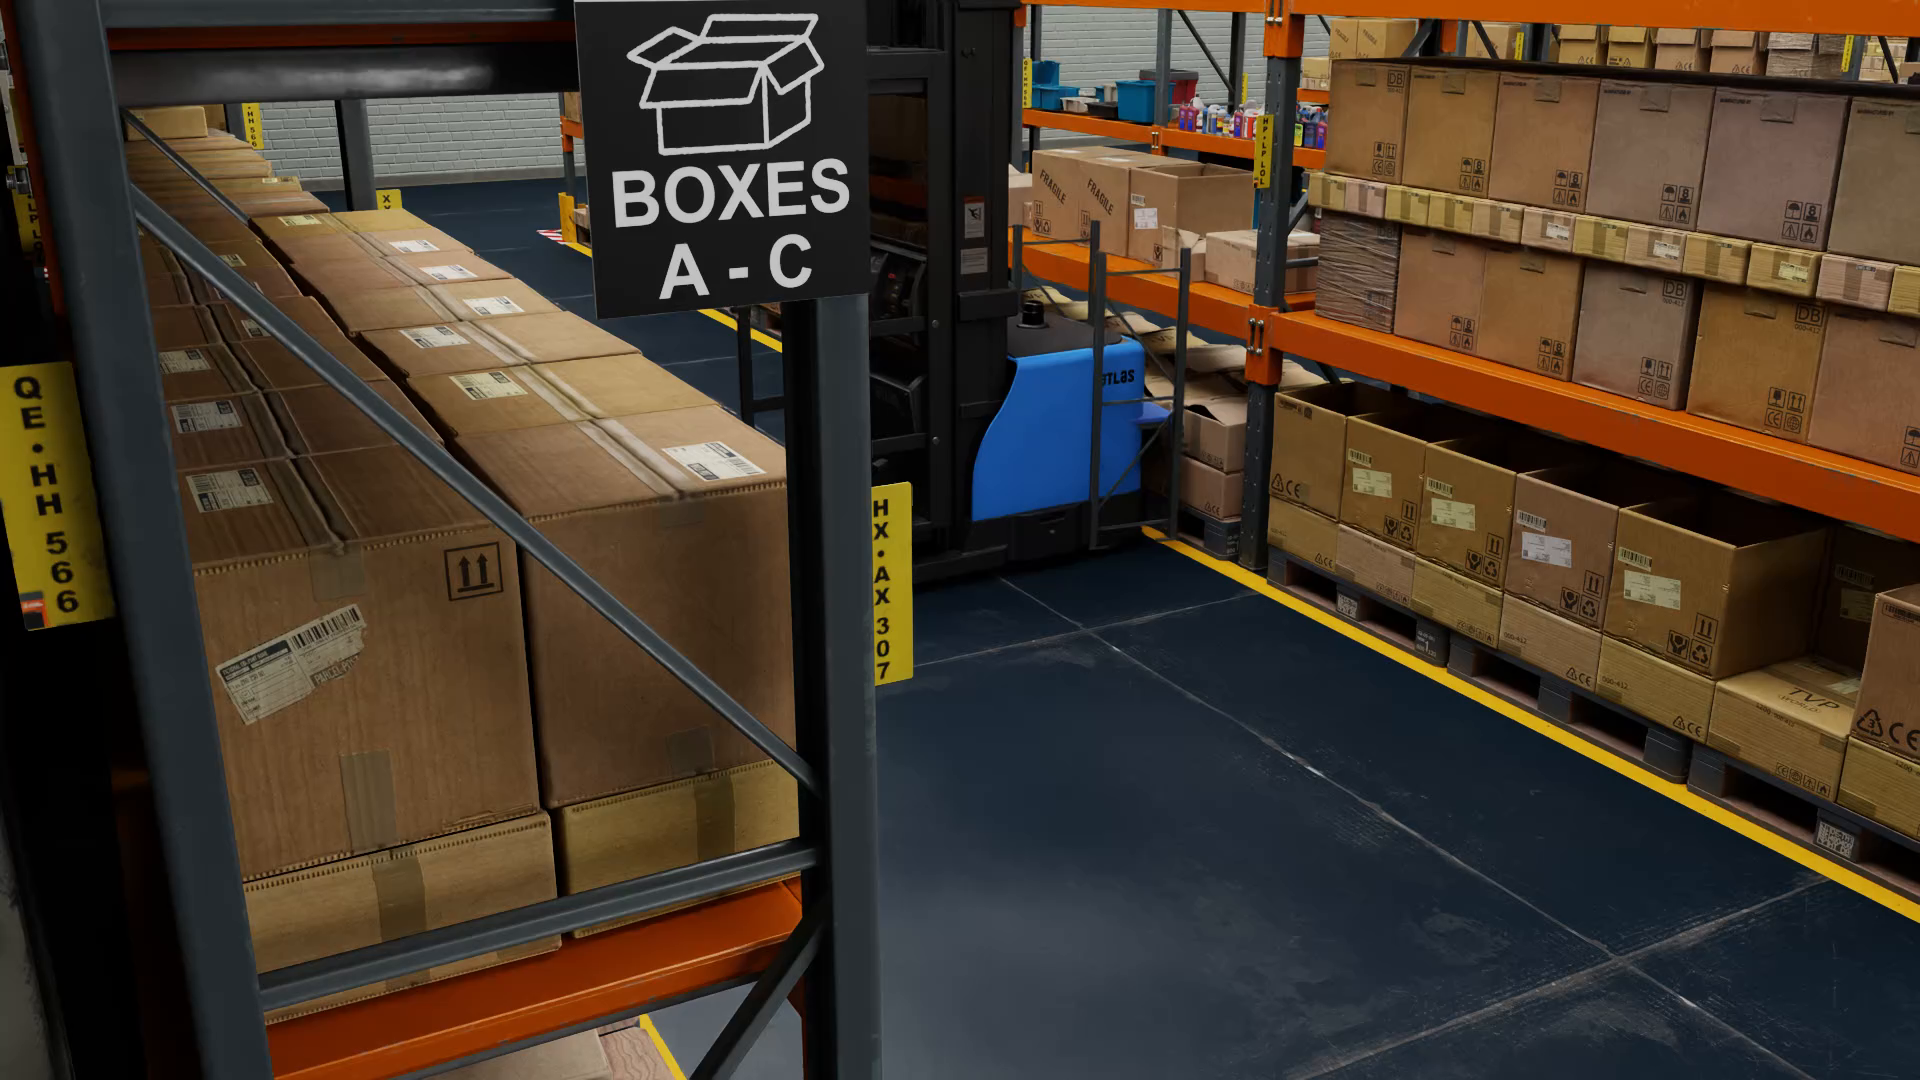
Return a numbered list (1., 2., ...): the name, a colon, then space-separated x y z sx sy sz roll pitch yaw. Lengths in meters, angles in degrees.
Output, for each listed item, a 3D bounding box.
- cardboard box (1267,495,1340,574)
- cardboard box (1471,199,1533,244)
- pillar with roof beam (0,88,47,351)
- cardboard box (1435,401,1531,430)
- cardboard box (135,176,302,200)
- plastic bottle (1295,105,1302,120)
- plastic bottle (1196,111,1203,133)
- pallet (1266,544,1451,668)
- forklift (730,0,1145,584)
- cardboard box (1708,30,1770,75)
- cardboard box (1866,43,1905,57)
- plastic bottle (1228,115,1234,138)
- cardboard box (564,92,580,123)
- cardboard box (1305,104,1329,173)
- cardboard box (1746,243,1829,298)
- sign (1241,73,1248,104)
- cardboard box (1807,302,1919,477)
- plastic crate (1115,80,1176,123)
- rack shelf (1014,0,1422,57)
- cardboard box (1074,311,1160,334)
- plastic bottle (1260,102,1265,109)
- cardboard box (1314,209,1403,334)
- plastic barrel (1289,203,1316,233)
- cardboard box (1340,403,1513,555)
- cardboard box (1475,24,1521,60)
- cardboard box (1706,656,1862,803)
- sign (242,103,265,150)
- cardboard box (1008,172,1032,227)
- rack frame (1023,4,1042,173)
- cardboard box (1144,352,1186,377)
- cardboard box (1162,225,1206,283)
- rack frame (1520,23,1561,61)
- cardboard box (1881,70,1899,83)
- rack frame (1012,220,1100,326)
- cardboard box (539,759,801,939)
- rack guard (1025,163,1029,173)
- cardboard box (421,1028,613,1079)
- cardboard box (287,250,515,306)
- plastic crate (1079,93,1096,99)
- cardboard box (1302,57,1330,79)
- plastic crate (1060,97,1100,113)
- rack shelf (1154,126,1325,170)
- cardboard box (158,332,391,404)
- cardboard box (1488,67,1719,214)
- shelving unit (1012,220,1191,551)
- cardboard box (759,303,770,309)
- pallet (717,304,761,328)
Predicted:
1. cardboard box: 1.815 -0.070 7.883 0.500 0.250 0.500 -10 21 -27
2. cardboard box: 2.304 -1.305 6.743 0.380 0.149 0.250 -11 22 -28
3. pillar with roof beam: -3.600 -6.449 13.601 9.100 9.000 0.400 -10 21 -27
4. cardboard box: 2.501 -0.360 7.574 0.500 0.500 0.500 -10 21 -27
5. cardboard box: -2.967 -1.151 6.617 0.700 0.500 0.500 -8 20 -21
6. plastic bottle: 3.022 -3.764 15.093 0.144 0.351 0.185 -10 21 -27
7. plastic bottle: 2.356 -4.080 16.238 0.097 0.201 0.097 0 19 0
8. pallet: 2.202 0.202 7.799 1.003 0.211 1.213 -10 21 -27
9. forklift: -0.589 -1.249 7.833 3.031 2.935 1.130 -11 22 -29
10. cardboard box: 8.042 -4.954 16.775 0.797 0.503 0.637 -9 21 -25
11. cardboard box: 11.235 -5.944 20.164 0.380 0.149 0.250 -10 21 -26
12. plastic bottle: 2.605 -3.929 15.802 0.097 0.201 0.097 0 19 0
13. cardboard box: -3.858 -4.675 17.504 0.500 0.500 0.500 -9 21 -26
14. cardboard box: 5.257 -5.352 22.233 0.875 0.875 0.875 -10 21 -27
15. cardboard box: 2.922 -0.933 5.666 0.380 0.149 0.250 -9 21 -25
16. sign: 2.908 -4.629 17.101 0.100 0.325 0.005 -10 21 -27
17. cardboard box: 3.297 -0.536 5.510 0.700 0.500 0.500 -9 21 -25
18. plastic crate: 1.901 -4.516 17.129 0.392 0.384 0.575 -10 21 -27
19. rack shelf: 0.911 -3.003 9.317 1.077 0.370 4.000 -10 21 -27
20. cardboard box: 0.917 -1.257 10.465 0.500 0.311 0.500 -10 21 -27
21. plastic bottle: 3.021 -4.155 16.226 0.144 0.351 0.185 -10 21 -27
22. cardboard box: 2.077 -1.272 7.642 0.700 0.500 0.500 -11 22 -28
23. plastic barrel: 3.192 -2.898 15.679 0.421 0.512 0.421 0 19 0
24. cardboard box: 2.050 -0.280 7.344 0.500 0.500 0.500 -10 21 -27
25. cardboard box: 6.329 -5.696 19.240 0.500 0.500 0.500 -9 21 -25
26. cardboard box: 2.998 0.649 5.801 0.500 0.250 0.500 -10 21 -27
27. sign: -3.923 -2.328 9.201 0.100 0.325 0.005 -10 21 -27
28. cardboard box: 0.216 -2.170 10.536 0.500 0.311 0.500 -10 22 -27
29. rack frame: 0.524 -5.562 20.228 1.000 3.000 0.127 -10 21 -27
30. cardboard box: 0.929 -0.879 9.368 0.500 0.311 0.500 -10 21 -27
31. cardboard box: 1.282 -1.511 8.696 0.396 0.266 0.258 -11 22 -28
32. rack frame: 6.782 -5.181 19.124 1.000 3.000 0.127 -10 21 -27
33. cardboard box: 11.348 -5.592 20.058 0.380 0.149 0.250 -10 21 -26
34. rack frame: 0.517 -0.995 9.166 0.500 1.500 0.032 -7 20 -20
35. cardboard box: -0.549 0.438 3.040 0.500 0.250 0.500 -11 22 -28
36. rack guard: 0.501 -4.385 20.650 1.175 0.500 0.348 -10 21 -27
37. cardboard box: -1.117 1.253 3.927 0.500 0.311 0.500 -8 21 -22
38. cardboard box: -1.528 -0.499 4.606 0.500 0.500 0.500 -11 22 -28
39. plastic crate: 1.506 -5.016 18.958 0.298 0.136 0.250 -10 21 -27
40. cardboard box: 4.873 -6.219 21.907 0.500 0.250 0.500 -11 22 -28
41. plastic crate: 1.332 -4.771 18.248 0.293 0.136 0.466 -10 21 -27
42. rack shelf: 3.373 -3.499 15.354 1.077 0.370 4.000 -10 21 -27
43. cardboard box: -1.488 -0.124 3.517 0.500 0.500 0.500 -11 22 -28
44. cardboard box: 2.556 -1.596 6.594 0.700 0.500 0.500 -10 21 -27
45. shelving unit: 0.701 -0.842 8.718 0.538 1.500 1.048 -7 20 -20
46. cardboard box: -1.429 -2.201 13.647 0.500 0.500 0.500 -10 21 -26
47. pallet: -1.518 -2.102 14.475 1.003 0.211 1.213 -10 21 -27
